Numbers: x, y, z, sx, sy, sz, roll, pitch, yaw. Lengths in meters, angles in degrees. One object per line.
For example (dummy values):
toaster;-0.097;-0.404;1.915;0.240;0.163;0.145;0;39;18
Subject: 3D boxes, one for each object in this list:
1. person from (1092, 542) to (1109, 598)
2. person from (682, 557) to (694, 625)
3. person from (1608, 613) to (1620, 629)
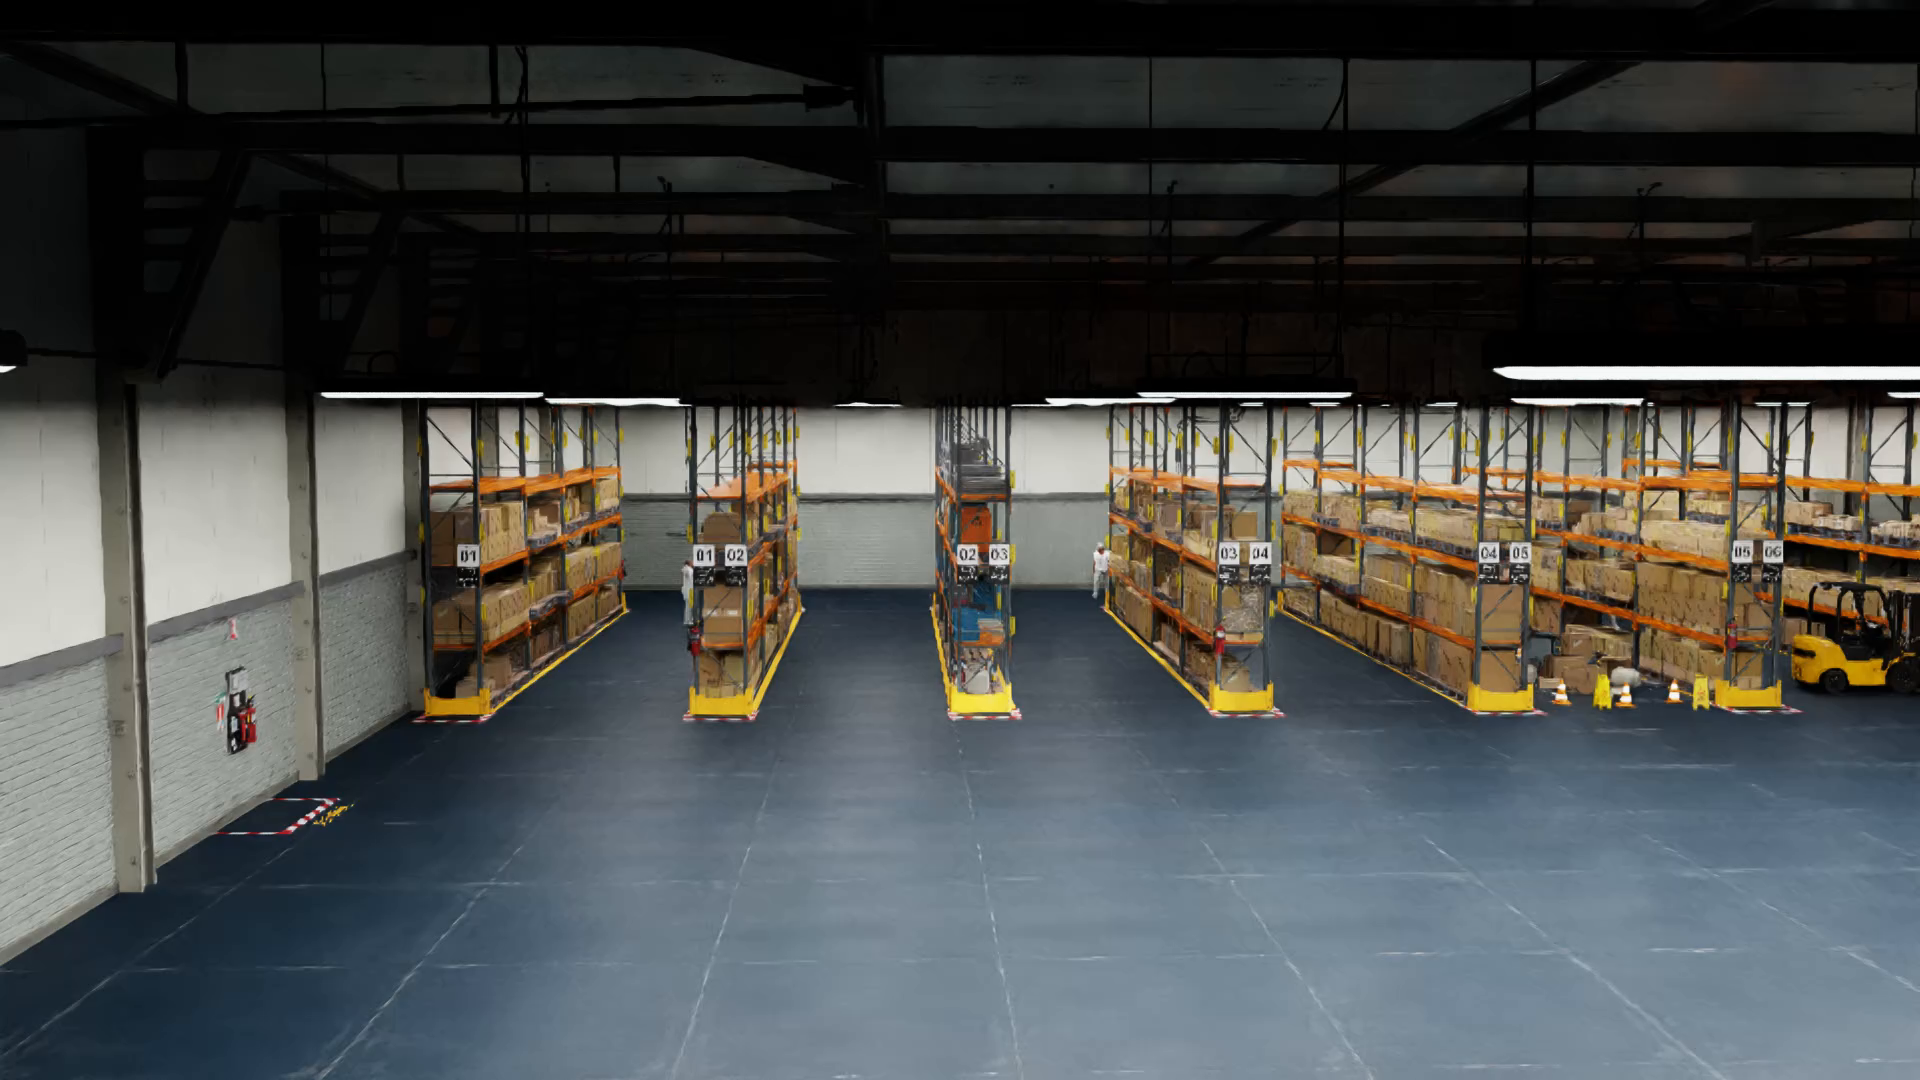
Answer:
person;4.336;0.893;50.645;0.616;1.710;0.970;1;5;18
person;-7.132;1.346;44.052;0.525;1.785;0.646;-2;5;-26
person;16.692;1.517;43.097;0.444;1.601;1.016;-1;5;-10
